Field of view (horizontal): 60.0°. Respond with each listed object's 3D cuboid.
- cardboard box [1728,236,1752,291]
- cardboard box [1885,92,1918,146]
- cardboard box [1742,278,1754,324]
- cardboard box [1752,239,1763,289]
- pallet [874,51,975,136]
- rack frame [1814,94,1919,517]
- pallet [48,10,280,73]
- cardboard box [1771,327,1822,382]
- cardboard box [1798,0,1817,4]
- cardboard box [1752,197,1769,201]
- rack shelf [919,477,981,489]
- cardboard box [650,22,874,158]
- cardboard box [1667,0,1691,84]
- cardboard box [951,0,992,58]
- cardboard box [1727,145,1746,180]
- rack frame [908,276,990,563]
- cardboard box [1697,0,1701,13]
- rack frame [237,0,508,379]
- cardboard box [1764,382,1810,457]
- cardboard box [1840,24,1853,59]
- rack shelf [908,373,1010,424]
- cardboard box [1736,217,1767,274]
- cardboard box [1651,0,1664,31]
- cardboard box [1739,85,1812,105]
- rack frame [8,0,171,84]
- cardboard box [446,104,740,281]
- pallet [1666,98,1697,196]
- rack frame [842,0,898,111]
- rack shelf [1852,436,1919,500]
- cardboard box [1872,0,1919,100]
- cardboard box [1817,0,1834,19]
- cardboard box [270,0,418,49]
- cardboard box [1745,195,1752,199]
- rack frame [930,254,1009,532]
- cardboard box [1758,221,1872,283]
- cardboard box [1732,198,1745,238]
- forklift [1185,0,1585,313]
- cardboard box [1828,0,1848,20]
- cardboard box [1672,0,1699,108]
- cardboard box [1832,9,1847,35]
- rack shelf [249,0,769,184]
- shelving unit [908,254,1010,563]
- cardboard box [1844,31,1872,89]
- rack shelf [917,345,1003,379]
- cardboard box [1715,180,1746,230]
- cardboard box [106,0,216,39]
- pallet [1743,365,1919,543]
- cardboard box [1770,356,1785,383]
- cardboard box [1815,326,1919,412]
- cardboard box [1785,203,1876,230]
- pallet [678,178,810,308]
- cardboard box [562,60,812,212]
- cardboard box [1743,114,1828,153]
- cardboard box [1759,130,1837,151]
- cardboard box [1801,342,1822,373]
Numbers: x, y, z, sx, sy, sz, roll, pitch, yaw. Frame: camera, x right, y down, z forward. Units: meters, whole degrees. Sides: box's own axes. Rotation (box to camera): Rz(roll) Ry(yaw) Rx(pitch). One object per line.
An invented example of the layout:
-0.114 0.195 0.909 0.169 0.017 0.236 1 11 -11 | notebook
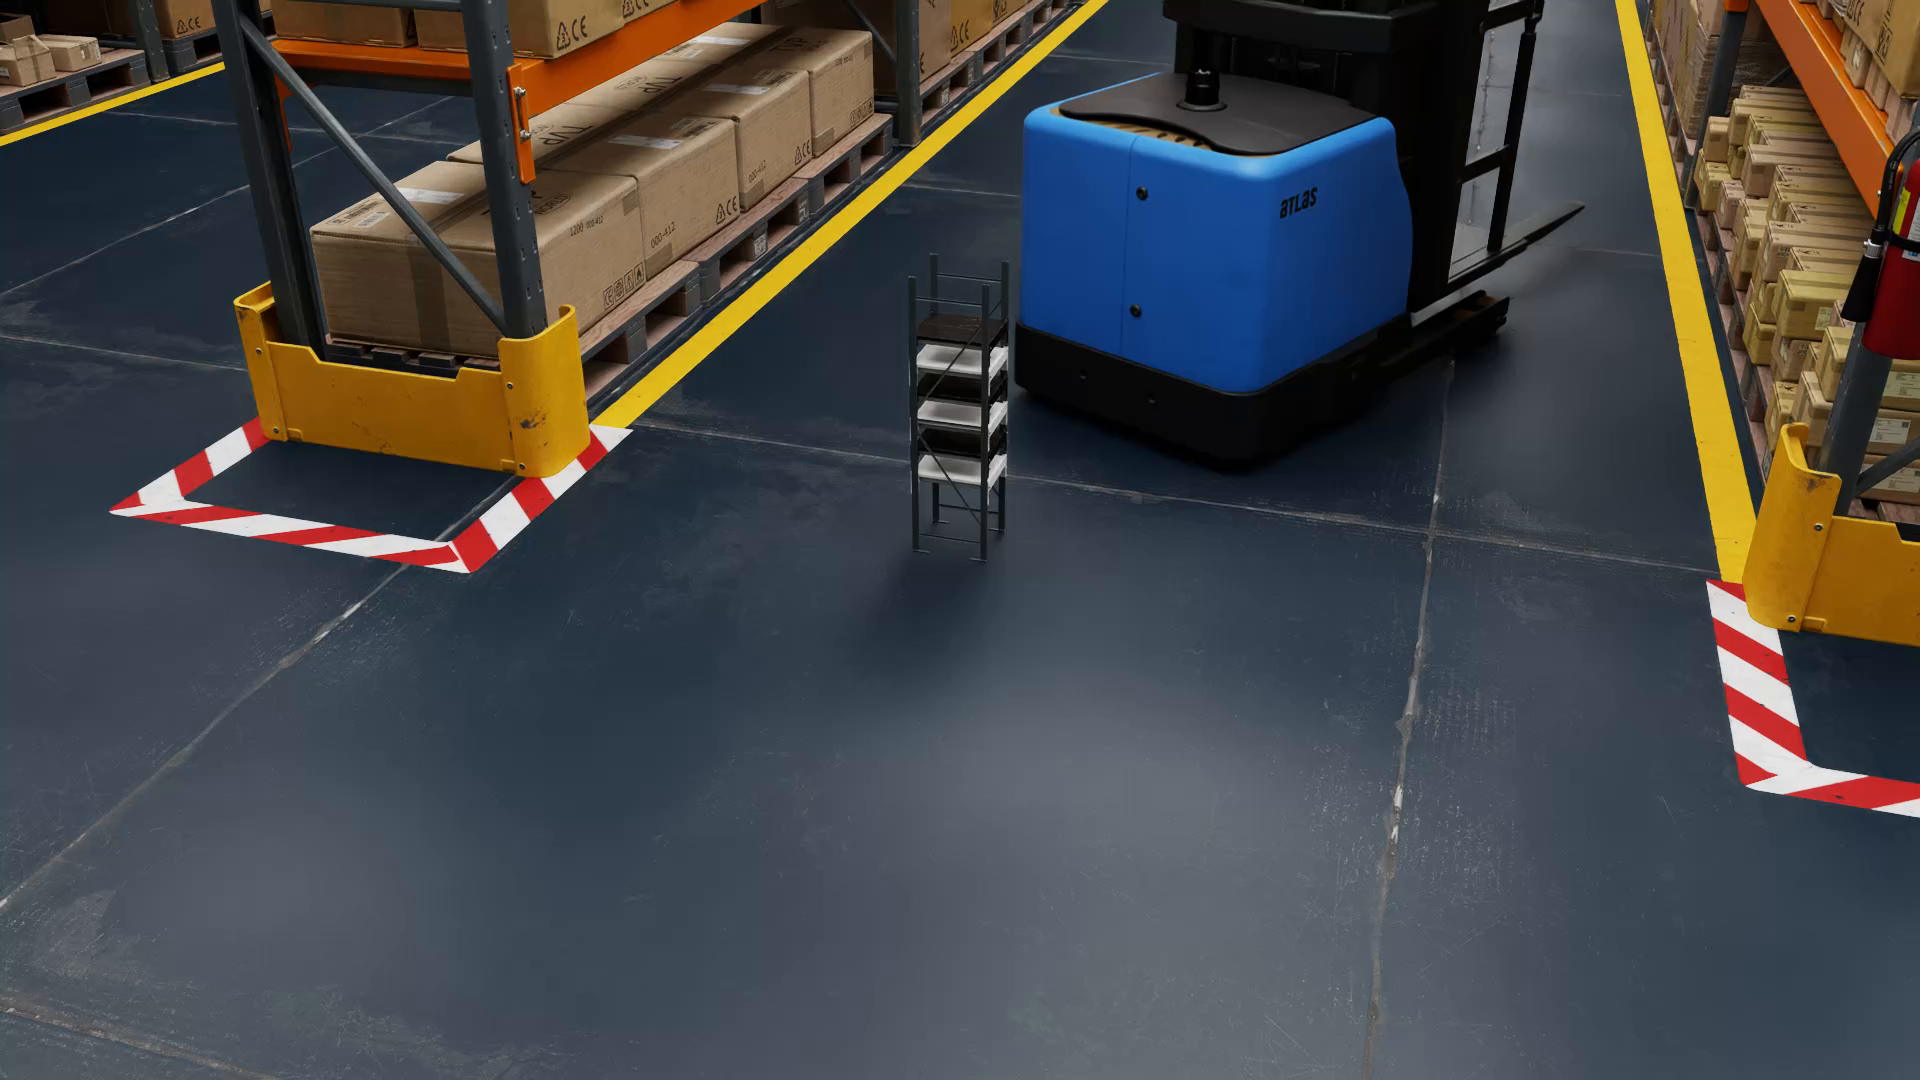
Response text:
3.293 -1.089 6.623 0.380 0.149 0.250 8 30 14 | cardboard box
2.701 -1.107 4.413 0.380 0.149 0.250 9 30 15 | cardboard box
3.143 -0.850 6.192 0.380 0.149 0.250 9 30 16 | cardboard box
3.141 -0.979 6.120 0.380 0.149 0.250 10 31 17 | cardboard box
-0.558 -2.694 9.876 1.003 0.211 1.213 8 30 15 | pallet
2.875 -1.025 4.007 1.000 3.000 0.127 8 30 15 | rack frame
-5.256 -3.415 11.171 1.003 0.211 1.213 8 30 15 | pallet
2.908 -0.620 5.474 0.380 0.149 0.250 7 30 13 | cardboard box
3.313 -2.070 6.144 0.380 0.149 0.250 10 31 17 | cardboard box
3.426 -1.330 6.751 0.380 0.149 0.250 10 31 17 | cardboard box
-0.002 -0.216 5.121 0.199 0.015 0.184 8 30 15 | rack shelf
-0.999 -2.331 8.558 0.875 0.438 0.875 8 30 14 | cardboard box
4.331 -2.831 9.393 0.500 0.500 0.500 8 30 14 | cardboard box
-0.349 -3.519 10.243 0.875 0.875 0.875 9 30 16 | cardboard box
3.648 -1.698 7.412 0.380 0.149 0.250 9 30 15 | cardboard box
-0.032 -0.342 4.940 0.240 0.900 0.006 8 30 15 | rack frame
4.190 -2.922 8.785 0.500 0.250 0.500 10 31 17 | cardboard box
-1.890 -1.685 5.193 0.949 2.616 0.053 8 30 15 | rack frame
2.809 -0.371 5.332 0.380 0.149 0.250 9 30 16 | cardboard box
3.027 -1.576 5.256 0.380 0.149 0.250 7 30 13 | cardboard box
-0.002 -0.439 4.997 0.258 0.077 0.200 8 30 15 | rack shelf
3.195 -1.111 6.357 0.380 0.149 0.250 9 30 15 | cardboard box
1.953 -3.419 8.815 4.865 2.090 5.455 9 30 16 | cardboard box
3.750 -1.951 7.560 0.380 0.149 0.250 10 31 17 | cardboard box
-5.459 -4.250 9.804 1.000 3.000 0.127 8 30 15 | rack frame
-1.528 -1.496 7.057 0.875 0.438 0.875 9 30 16 | cardboard box
4.276 -2.027 8.677 1.003 0.211 1.213 8 30 15 | pallet
-0.716 -3.544 8.535 0.949 2.616 0.053 8 30 15 | rack frame
2.878 -1.024 4.006 0.949 2.616 0.053 8 30 15 | rack shelf
2.761 -1.444 4.352 0.500 0.500 0.500 9 30 16 | cardboard box
3.279 -1.939 5.908 0.380 0.149 0.250 10 31 17 | cardboard box
-1.998 -1.990 5.639 0.500 0.500 0.500 9 30 15 | cardboard box
3.529 -1.455 6.974 0.380 0.149 0.250 7 30 12 | cardboard box
0.027 -0.437 5.109 0.240 0.900 0.006 8 30 15 | rack frame
3.034 -0.996 5.843 0.380 0.149 0.250 10 31 17 | cardboard box
3.507 -1.326 7.050 0.380 0.149 0.250 8 30 14 | cardboard box
-1.198 -3.980 7.046 7.407 5.209 9.711 24 37 36 | forklift
3.057 -1.920 5.207 0.500 0.500 0.500 9 30 15 | cardboard box
4.177 -2.593 8.965 0.500 0.500 0.500 8 30 14 | cardboard box
3.225 -1.819 5.692 0.380 0.149 0.250 9 30 16 | cardboard box
-1.299 -2.299 7.038 1.077 0.370 4.000 8 30 15 | rack shelf
5.652 -3.954 8.194 8.426 4.047 12.137 8 30 15 | shelving unit
2.921 -1.458 5.043 0.380 0.149 0.250 9 30 16 | cardboard box
5.662 -4.218 8.049 8.407 3.443 12.128 8 30 15 | rack shelf
3.534 -1.452 7.274 0.380 0.149 0.250 8 30 15 | cardboard box
-5.101 -3.534 10.656 0.500 0.500 0.500 10 31 17 | cardboard box
3.170 -0.214 5.418 1.003 0.211 1.213 8 30 15 | pallet
3.029 -0.598 5.740 0.380 0.149 0.250 9 30 15 | cardboard box
2.788 -0.505 4.960 0.380 0.149 0.250 9 30 15 | cardboard box
15.729 -10.700 14.693 18.148 8.504 30.398 7 30 13 | cardboard box
-1.367 -1.414 7.574 1.003 0.211 1.213 8 30 15 | pallet
-1.261 -1.914 7.810 0.875 0.438 0.875 8 30 13 | cardboard box
3.585 -1.707 7.121 0.392 0.149 0.269 10 30 17 | cardboard box
3.531 -1.582 6.898 0.380 0.149 0.250 8 30 14 | cardboard box
2.885 -0.492 5.244 0.380 0.149 0.250 8 30 14 | cardboard box
